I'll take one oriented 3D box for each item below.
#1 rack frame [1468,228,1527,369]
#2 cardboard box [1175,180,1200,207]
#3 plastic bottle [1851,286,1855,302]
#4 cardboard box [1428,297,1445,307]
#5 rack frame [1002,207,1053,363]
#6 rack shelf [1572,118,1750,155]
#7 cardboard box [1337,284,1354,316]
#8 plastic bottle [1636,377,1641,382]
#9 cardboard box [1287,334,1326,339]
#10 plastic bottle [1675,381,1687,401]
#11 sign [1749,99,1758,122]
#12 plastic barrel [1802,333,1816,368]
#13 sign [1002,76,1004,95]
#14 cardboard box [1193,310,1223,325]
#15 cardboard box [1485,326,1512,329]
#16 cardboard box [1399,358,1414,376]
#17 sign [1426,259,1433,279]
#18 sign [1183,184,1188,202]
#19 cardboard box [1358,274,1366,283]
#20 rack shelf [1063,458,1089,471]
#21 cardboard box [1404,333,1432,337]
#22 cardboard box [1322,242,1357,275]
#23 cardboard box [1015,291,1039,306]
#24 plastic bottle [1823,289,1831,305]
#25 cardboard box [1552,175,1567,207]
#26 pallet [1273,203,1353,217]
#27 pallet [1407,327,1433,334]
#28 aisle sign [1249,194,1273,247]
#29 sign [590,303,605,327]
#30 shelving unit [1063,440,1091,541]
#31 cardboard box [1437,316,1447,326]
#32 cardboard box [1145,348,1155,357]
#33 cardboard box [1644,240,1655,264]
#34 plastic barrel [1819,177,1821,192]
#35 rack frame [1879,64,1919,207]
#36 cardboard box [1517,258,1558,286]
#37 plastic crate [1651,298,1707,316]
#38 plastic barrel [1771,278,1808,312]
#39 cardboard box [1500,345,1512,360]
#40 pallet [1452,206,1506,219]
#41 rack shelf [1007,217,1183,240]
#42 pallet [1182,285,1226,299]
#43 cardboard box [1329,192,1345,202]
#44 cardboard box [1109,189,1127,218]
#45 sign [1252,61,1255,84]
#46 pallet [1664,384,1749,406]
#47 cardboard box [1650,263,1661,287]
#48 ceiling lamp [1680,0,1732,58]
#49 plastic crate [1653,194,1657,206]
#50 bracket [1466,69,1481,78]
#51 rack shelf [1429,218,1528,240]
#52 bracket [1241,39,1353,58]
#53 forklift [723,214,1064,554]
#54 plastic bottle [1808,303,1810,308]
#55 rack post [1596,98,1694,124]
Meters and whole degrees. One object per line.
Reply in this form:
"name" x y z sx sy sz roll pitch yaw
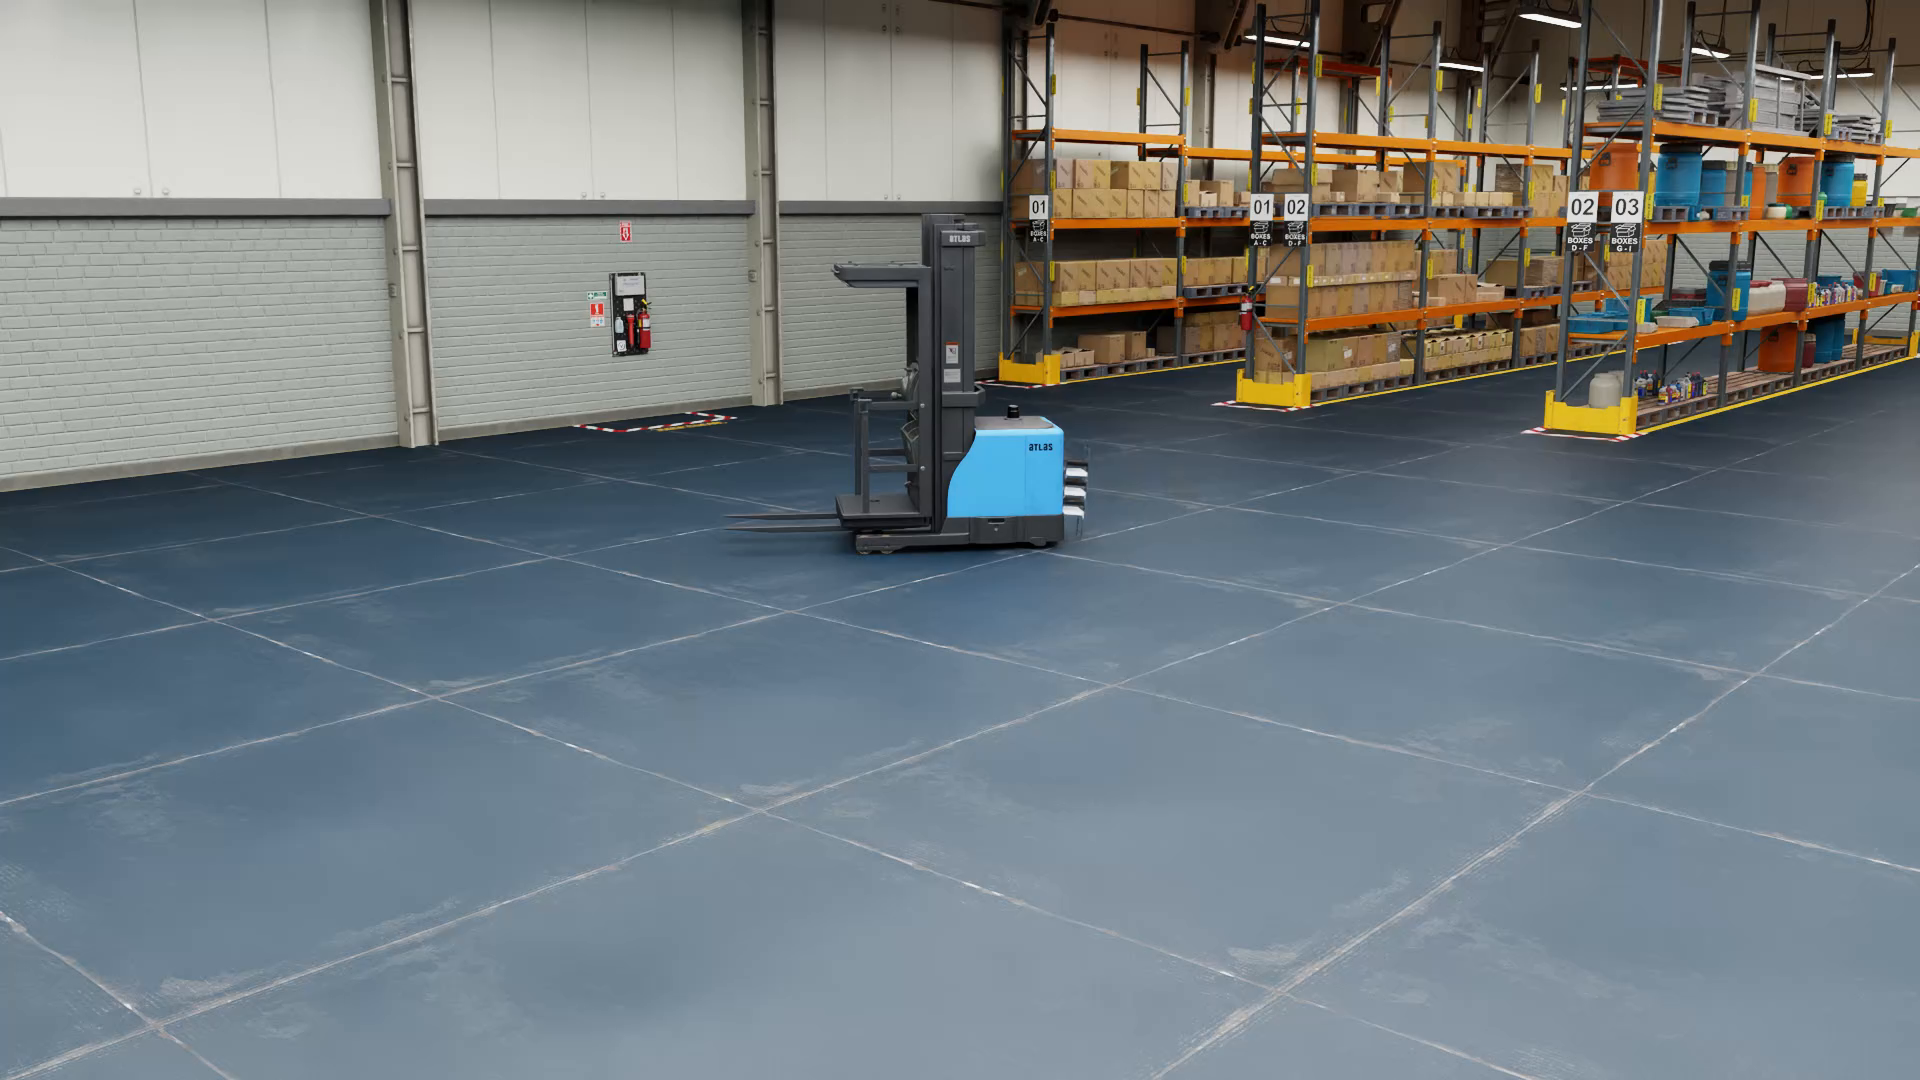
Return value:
"rack frame" 10.165 -4.777 31.507 1.000 3.000 0.127 10 15 40
"cardboard box" 4.222 -6.624 31.771 0.500 0.500 0.500 -9 15 -39
"plastic bottle" 16.388 -4.527 30.556 0.061 0.283 0.133 10 15 40
"cardboard box" 8.263 -4.169 29.105 0.380 0.149 0.250 10 15 40
"rack frame" 1.161 -4.240 28.818 1.000 3.000 0.127 10 15 40
"rack shelf" 9.923 -5.646 23.400 1.077 0.370 4.000 10 15 40
"cardboard box" 5.877 -3.866 26.692 0.700 0.500 0.500 10 15 41
"plastic bottle" 10.205 -2.306 24.978 0.097 0.271 0.097 0 11 0
"cardboard box" 5.664 -3.091 27.102 0.500 0.500 0.500 10 15 40
"plastic bottle" 10.584 -2.196 24.418 0.152 0.276 0.135 10 15 41
"sign" 11.649 -6.314 24.420 0.100 0.325 0.005 10 15 40
"plastic barrel" 14.939 -3.399 29.696 0.600 0.588 0.708 10 15 40
"sign" 0.757 -7.792 28.497 0.100 0.325 0.005 10 15 40
"cardboard box" 4.903 -4.438 33.158 0.500 0.250 0.500 9 15 39
"cardboard box" 10.606 -3.935 32.550 0.500 0.500 0.500 11 15 43
"cardboard box" 7.383 -2.949 28.306 0.500 0.250 0.500 10 15 40
"sign" 7.942 -4.580 28.110 0.100 0.325 0.005 10 15 40
"sign" 4.214 -6.483 31.074 0.100 0.325 0.005 10 15 40
"cardboard box" 6.320 -4.223 26.822 0.380 0.149 0.250 10 15 41
"rack shelf" 1.048 -0.695 15.188 0.200 0.077 0.258 3 11 -8
"cardboard box" 8.246 -3.568 29.971 0.500 0.311 0.500 10 15 40
"cardboard box" 5.912 -4.512 26.614 0.700 0.500 0.500 10 15 41
"cardboard box" 1.324 -4.270 29.300 0.500 0.250 0.500 10 15 41
"plastic bottle" 15.327 -4.301 29.441 0.152 0.276 0.135 10 15 40
"cardboard box" 11.539 -6.879 32.791 0.600 0.600 0.600 9 14 38
"pallet" 5.370 -5.128 25.833 1.003 0.211 1.213 10 15 40
"pallet" 10.448 -4.920 39.343 1.003 0.211 1.213 10 15 40
"aisle sign" 4.620 -4.903 25.501 0.394 0.787 0.004 10 15 40
"sign" -5.090 -3.162 23.334 0.001 0.329 0.234 10 15 40
"shelving unit" 1.029 -0.463 15.232 0.210 0.900 0.258 3 11 -8
"cardboard box" 11.335 -5.458 40.227 0.700 0.500 0.500 10 15 40
"cardboard box" 3.470 -3.572 31.585 0.380 0.166 0.250 7 14 33
"cardboard box" 14.687 -6.241 36.029 0.500 0.500 0.500 10 15 42
"plastic barrel" 14.940 -6.160 29.353 0.433 0.535 0.433 0 11 0
"rack frame" 19.164 -8.255 33.603 1.000 3.000 0.127 10 15 40
"cardboard box" 11.243 -5.249 32.543 0.500 0.500 0.700 -9 14 -37
"plastic crate" 10.802 -3.456 25.054 0.767 0.338 0.504 10 15 40
"plastic barrel" 13.805 -4.095 27.746 0.600 0.536 0.708 10 15 40
"cardboard box" 10.001 -3.525 31.190 0.500 0.250 0.500 10 15 42
"pallet" 9.048 -5.879 29.848 1.003 0.211 1.213 11 16 43
"rack shelf" 2.481 -5.652 30.068 1.077 0.370 4.000 10 15 40
"pallet" 4.415 -4.828 32.252 1.003 0.211 1.213 10 15 40
"cardboard box" 5.793 -5.372 26.042 0.380 0.149 0.250 10 15 40
"cardboard box" 2.628 -6.019 29.763 0.500 0.500 0.500 11 16 44
"sign" 4.486 -7.111 25.289 0.100 0.325 0.005 10 15 40
"pallet" 11.732 -2.300 26.228 1.003 0.211 1.213 10 15 40
"cardboard box" 15.015 -5.825 36.500 0.500 0.500 0.500 10 15 41
"ceiling lamp" 14.282 -10.697 30.927 0.800 3.185 2.000 10 15 40
"plastic crate" 9.635 -4.741 23.712 0.392 0.384 0.575 10 15 40
"bracket" 12.848 -11.703 41.677 0.235 0.232 0.430 10 15 40
"rack shelf" 8.845 -5.601 29.810 1.077 0.370 4.000 10 15 40
"bracket" 7.175 -10.438 35.347 0.076 0.066 4.783 10 15 40
"forklift" -0.625 -1.421 14.883 3.031 2.935 1.130 -1 11 -7
"plastic bottle" 14.509 -4.108 28.488 0.097 0.271 0.097 0 11 0
"rack post" 9.197 -5.750 22.341 0.954 0.300 0.937 -10 15 -41
